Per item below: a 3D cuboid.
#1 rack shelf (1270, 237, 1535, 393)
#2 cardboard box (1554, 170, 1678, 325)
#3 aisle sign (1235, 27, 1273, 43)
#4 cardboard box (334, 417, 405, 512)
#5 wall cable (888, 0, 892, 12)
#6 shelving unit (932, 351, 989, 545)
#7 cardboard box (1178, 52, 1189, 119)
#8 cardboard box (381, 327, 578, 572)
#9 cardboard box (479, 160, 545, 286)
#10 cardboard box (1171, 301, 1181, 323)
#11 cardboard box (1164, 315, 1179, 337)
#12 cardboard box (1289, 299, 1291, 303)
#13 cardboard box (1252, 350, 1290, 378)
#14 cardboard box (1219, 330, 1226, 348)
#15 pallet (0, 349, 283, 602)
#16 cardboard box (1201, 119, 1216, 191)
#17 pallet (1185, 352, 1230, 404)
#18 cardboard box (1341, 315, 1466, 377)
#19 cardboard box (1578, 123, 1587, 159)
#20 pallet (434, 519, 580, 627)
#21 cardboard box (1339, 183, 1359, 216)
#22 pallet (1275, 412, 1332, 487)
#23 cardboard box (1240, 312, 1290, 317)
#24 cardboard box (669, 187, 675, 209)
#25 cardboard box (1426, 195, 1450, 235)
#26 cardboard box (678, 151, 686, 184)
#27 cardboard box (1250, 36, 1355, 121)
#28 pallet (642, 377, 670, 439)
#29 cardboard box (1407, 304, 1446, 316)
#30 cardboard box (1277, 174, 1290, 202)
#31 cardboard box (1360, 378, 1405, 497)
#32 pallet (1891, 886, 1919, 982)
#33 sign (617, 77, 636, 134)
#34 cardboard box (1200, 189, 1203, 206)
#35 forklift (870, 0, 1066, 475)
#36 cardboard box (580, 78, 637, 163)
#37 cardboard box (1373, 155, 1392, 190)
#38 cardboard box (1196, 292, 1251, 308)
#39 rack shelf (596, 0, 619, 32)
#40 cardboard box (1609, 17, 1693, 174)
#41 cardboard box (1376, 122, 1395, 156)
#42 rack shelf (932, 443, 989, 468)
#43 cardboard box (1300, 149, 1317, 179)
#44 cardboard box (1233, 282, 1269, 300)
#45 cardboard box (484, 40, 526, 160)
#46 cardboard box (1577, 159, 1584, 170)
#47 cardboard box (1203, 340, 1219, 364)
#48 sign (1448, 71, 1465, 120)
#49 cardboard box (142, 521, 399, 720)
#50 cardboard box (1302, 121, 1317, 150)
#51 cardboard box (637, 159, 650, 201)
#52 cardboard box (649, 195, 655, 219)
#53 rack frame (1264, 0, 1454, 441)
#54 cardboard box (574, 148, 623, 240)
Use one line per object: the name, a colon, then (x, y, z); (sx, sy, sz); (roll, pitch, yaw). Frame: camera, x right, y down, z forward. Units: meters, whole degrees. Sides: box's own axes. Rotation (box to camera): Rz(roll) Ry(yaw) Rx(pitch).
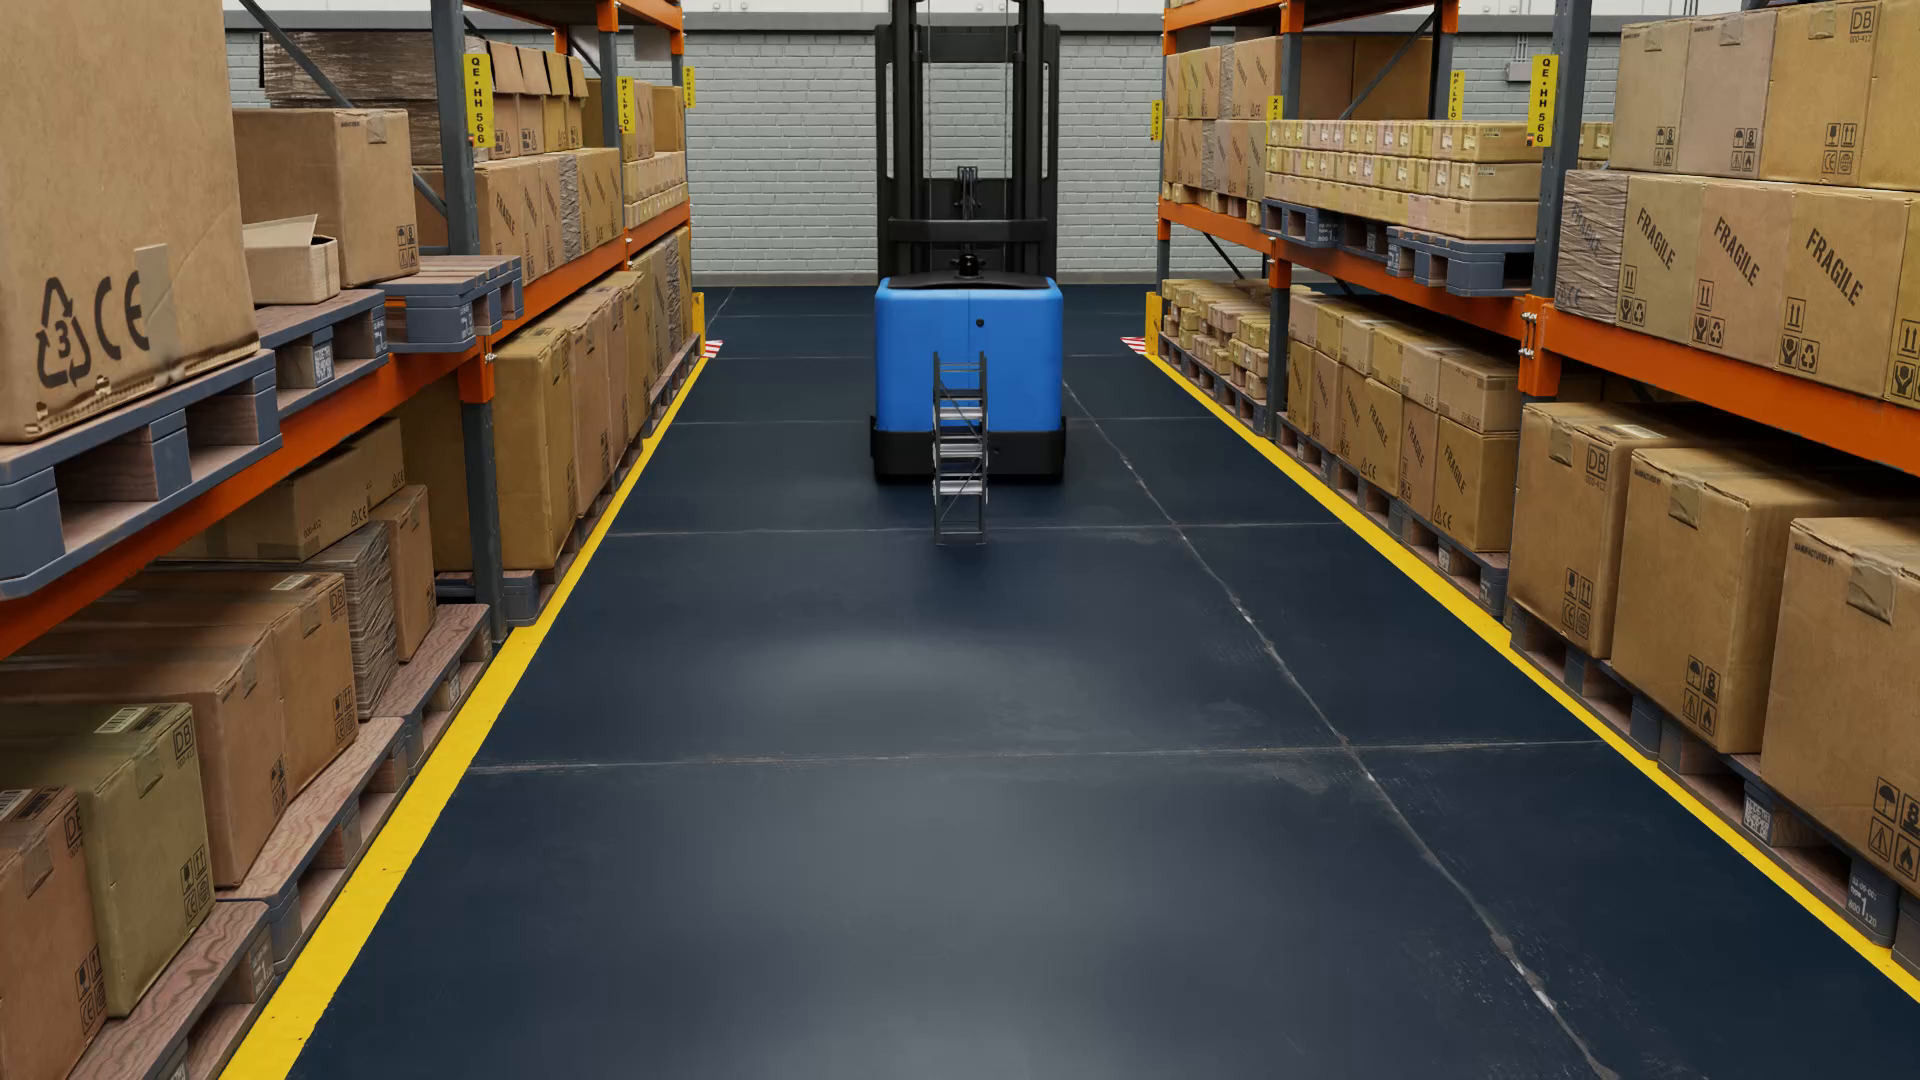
rack shelf: (2.558, -1.249, 8.304); (1.077, 0.370, 4.000); (-1, 14, -3)
cardboard box: (2.440, -1.032, 5.819); (0.500, 0.500, 0.500); (-1, 14, -3)
aisle sign: (2.481, -4.371, 13.779); (0.394, 0.787, 0.004); (-1, 14, -3)
cardboard box: (-2.203, -0.248, 5.599); (0.500, 0.250, 0.500); (0, 14, -1)
wall cable: (0.319, -8.961, 18.338); (2.277, 5.999, 0.120); (-1, 14, -3)
shelving unit: (0.000, -0.438, 7.922); (0.258, 0.900, 0.210); (-1, 14, -3)
cardboard box: (1.987, -3.525, 12.903); (0.500, 0.500, 0.500); (0, 14, -2)
cardboard box: (-2.297, -0.395, 6.962); (1.225, 0.875, 0.875); (-2, 15, -6)
cardboard box: (-2.068, -1.350, 7.053); (0.500, 0.500, 0.500); (-1, 14, -5)
cardboard box: (1.923, -1.853, 13.490); (0.380, 0.149, 0.250); (-1, 14, -4)
cardboard box: (1.899, -1.777, 13.791); (0.380, 0.149, 0.250); (-1, 14, -2)
cardboard box: (2.548, -1.683, 12.234); (0.380, 0.149, 0.250); (-1, 14, -3)
cardboard box: (2.097, -1.135, 10.699); (0.380, 0.149, 0.250); (-1, 14, -2)
cardboard box: (2.084, -1.462, 11.971); (0.380, 0.149, 0.250); (-2, 15, -6)
pallet: (-1.929, -0.153, 2.986); (1.003, 0.211, 1.213); (-1, 14, -3)
cardboard box: (2.052, -2.785, 12.032); (0.500, 0.500, 0.500); (-1, 14, -5)
pallet: (2.279, -1.215, 12.324); (1.003, 0.211, 1.213); (-1, 14, -3)
cardboard box: (2.279, -1.003, 8.575); (0.500, 0.250, 0.500); (0, 14, -1)
cardboard box: (2.817, -1.715, 7.141); (0.380, 0.149, 0.250); (-1, 14, -4)
pallet: (-2.248, 0.105, 7.195); (1.003, 0.211, 1.213); (-1, 14, -3)
cardboard box: (2.098, -1.684, 8.213); (0.380, 0.149, 0.250); (-2, 15, -6)
pallet: (2.484, -0.551, 9.743); (1.003, 0.211, 1.213); (-1, 14, -3)
cardboard box: (2.136, -1.480, 11.445); (0.380, 0.149, 0.250); (0, 14, -2)
cardboard box: (-2.355, -2.579, 12.534); (0.380, 0.149, 0.250); (-1, 14, -5)
cardboard box: (2.179, -1.359, 6.950); (0.380, 0.149, 0.250); (-1, 14, -4)
cardboard box: (-2.476, -2.993, 13.343); (0.500, 0.250, 0.500); (-1, 14, -4)
cardboard box: (2.135, -2.884, 10.412); (0.500, 0.500, 0.500); (-1, 14, -5)
pallet: (-2.492, -0.883, 11.035); (1.003, 0.211, 1.213); (-1, 14, -3)
cardboard box: (2.751, -1.141, 9.111); (0.500, 0.250, 0.500); (0, 14, -1)
cardboard box: (2.022, -2.002, 9.451); (0.380, 0.149, 0.250); (-1, 14, -3)
cardboard box: (2.303, -0.513, 8.173); (0.500, 0.500, 0.500); (-2, 15, -6)
pallet: (2.807, 1.055, 3.504); (1.003, 0.211, 1.213); (-1, 14, -3)
sign: (-1.982, -2.576, 9.855); (0.100, 0.325, 0.005); (-1, 14, -3)
cardboard box: (2.045, -2.622, 12.700); (0.380, 0.149, 0.250); (-1, 14, -4)
forklift: (0.042, -2.086, 10.251); (1.130, 2.935, 3.031); (0, 14, 0)
cardboard box: (-2.297, -2.601, 10.314); (0.500, 0.500, 0.500); (-1, 14, -3)
cardboard box: (2.132, -1.697, 7.668); (0.380, 0.149, 0.250); (-1, 14, -4)
cardboard box: (2.010, -1.804, 12.702); (0.380, 0.149, 0.250); (0, 14, -1)
rack shelf: (-2.399, -2.650, 7.730); (1.077, 0.370, 4.000); (-1, 14, -3)
cardboard box: (2.700, -1.521, 5.710); (0.700, 0.500, 0.500); (-1, 14, -4)
cardboard box: (2.135, -1.839, 7.620); (0.380, 0.149, 0.250); (-1, 14, -3)
rack shelf: (0.000, -0.406, 7.930); (0.258, 0.077, 0.200); (-1, 14, -3)
cardboard box: (2.051, -2.022, 8.930); (0.380, 0.149, 0.250); (-2, 15, -6)
cardboard box: (2.430, -2.009, 13.500); (0.380, 0.149, 0.250); (-1, 14, -2)
cardboard box: (-2.342, -1.927, 7.282); (0.797, 0.503, 0.637); (-1, 14, -2)
cardboard box: (2.814, -1.583, 7.222); (0.380, 0.149, 0.250); (-1, 14, -5)
cardboard box: (2.008, -1.392, 12.297); (0.380, 0.149, 0.250); (-1, 14, -3)
sign: (2.988, -2.665, 10.040); (0.100, 0.325, 0.005); (-1, 14, -3)
cardboard box: (-2.166, 0.253, 5.156); (0.700, 0.500, 0.500); (-2, 15, -8)
cardboard box: (2.049, -2.164, 8.886); (0.380, 0.149, 0.250); (-1, 14, -4)
cardboard box: (-2.316, -2.359, 10.880); (0.500, 0.250, 0.500); (-1, 14, -4)
cardboard box: (-2.276, -2.260, 11.295); (0.380, 0.149, 0.250); (-1, 14, -4)
rack frame: (2.434, -2.095, 10.148); (1.000, 3.000, 0.127); (-1, 14, -3)
cardboard box: (-2.221, -1.980, 9.500); (0.500, 0.500, 0.500); (-1, 14, -3)
